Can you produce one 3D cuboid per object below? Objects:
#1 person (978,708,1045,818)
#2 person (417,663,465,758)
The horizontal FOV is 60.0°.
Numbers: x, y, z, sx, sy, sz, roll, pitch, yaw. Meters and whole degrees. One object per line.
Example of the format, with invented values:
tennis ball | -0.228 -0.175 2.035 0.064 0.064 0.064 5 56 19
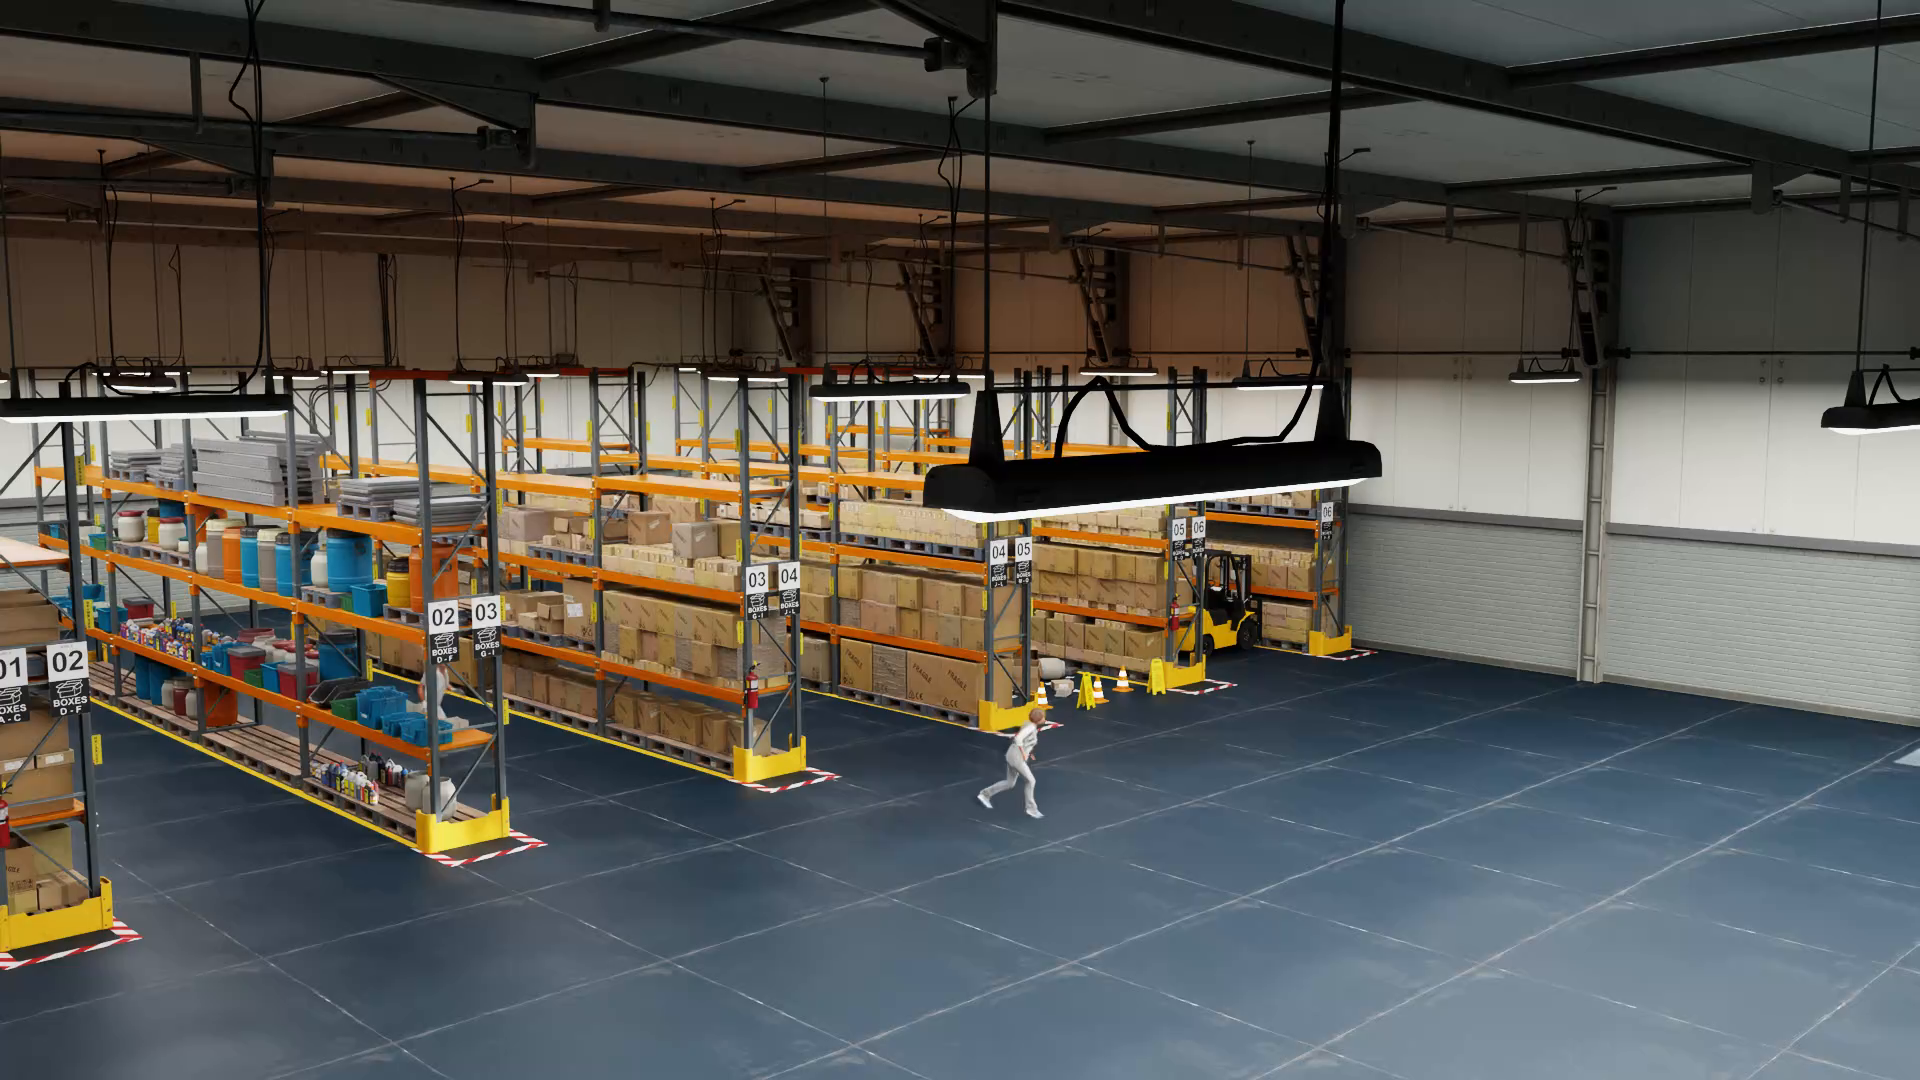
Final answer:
person | 0.699 3.049 22.592 0.911 1.547 0.567 0 6 0
person | -8.195 2.571 26.048 0.847 1.735 0.668 -1 6 -7
